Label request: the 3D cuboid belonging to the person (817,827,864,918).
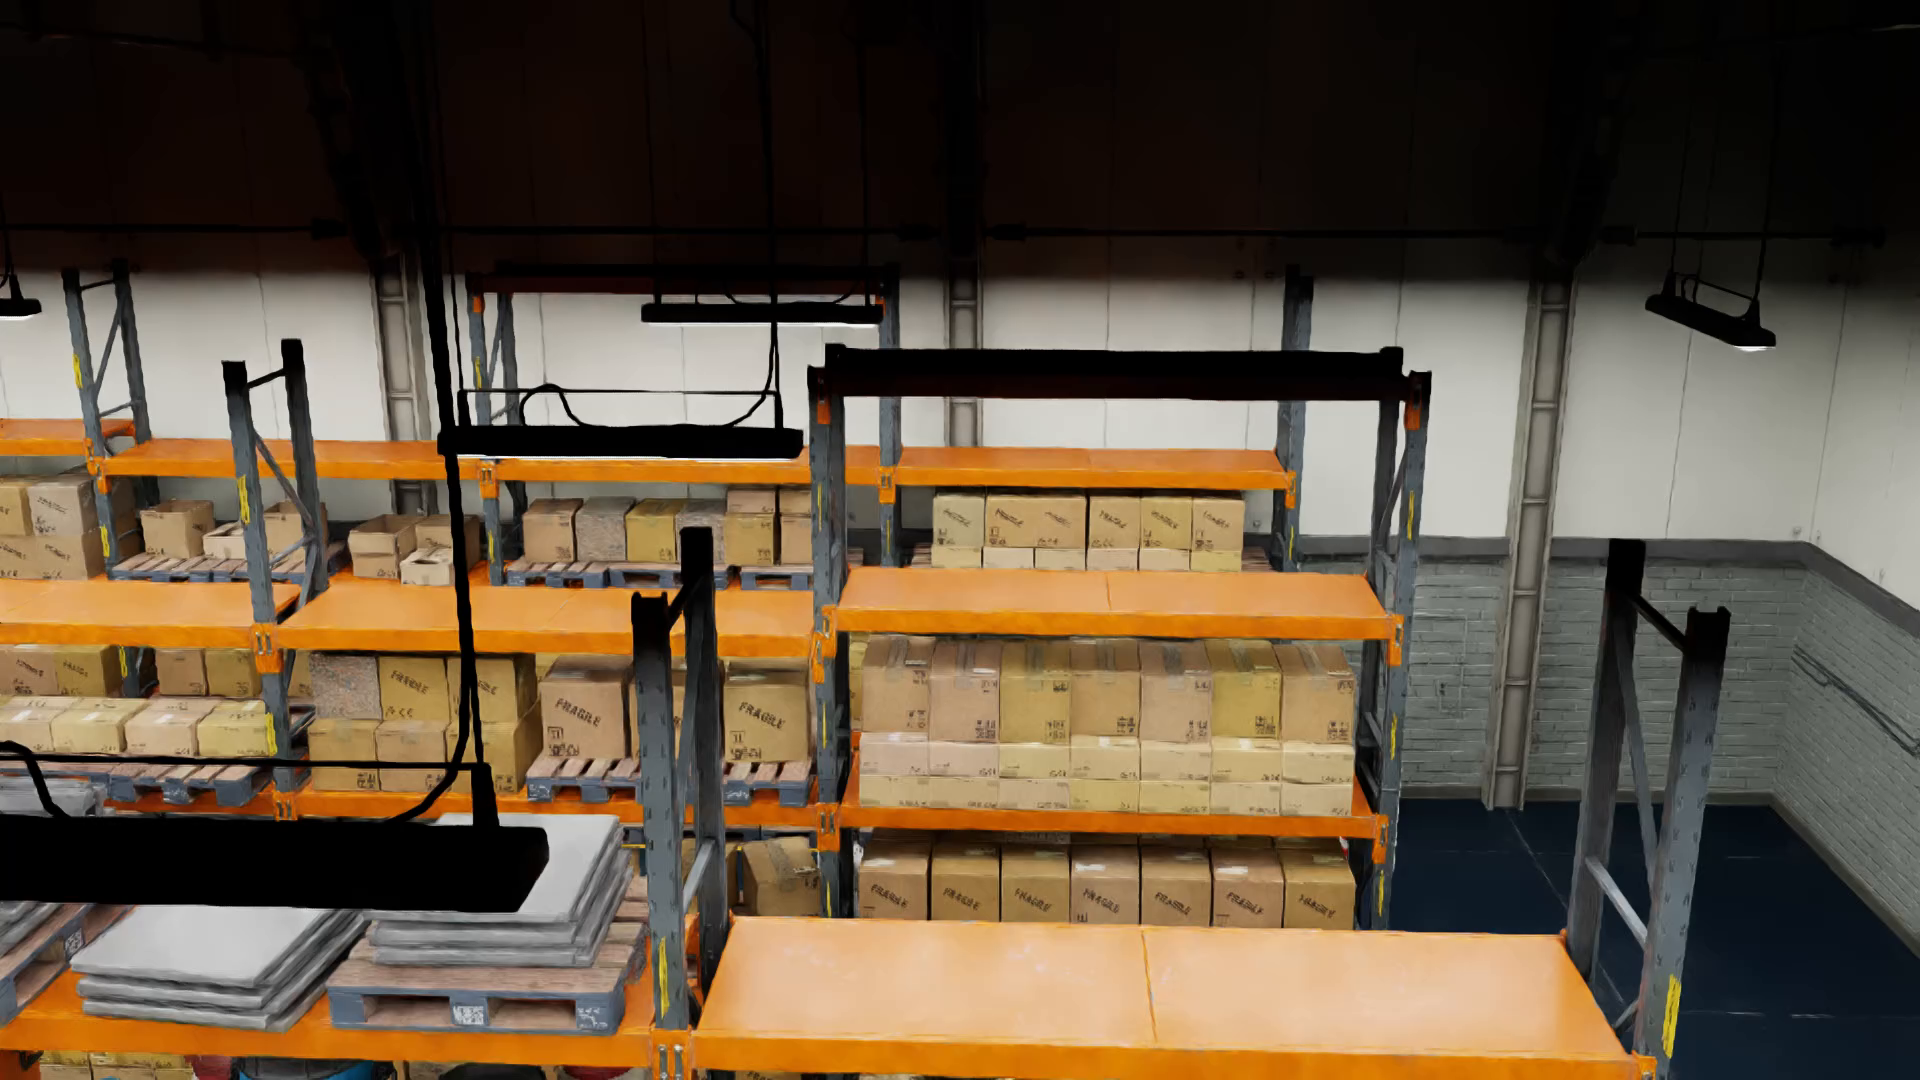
[{"bbox_3d":[-0.959,3.163,14.530,0.588,1.759,0.503,10,19,31],"label":"person"}]
